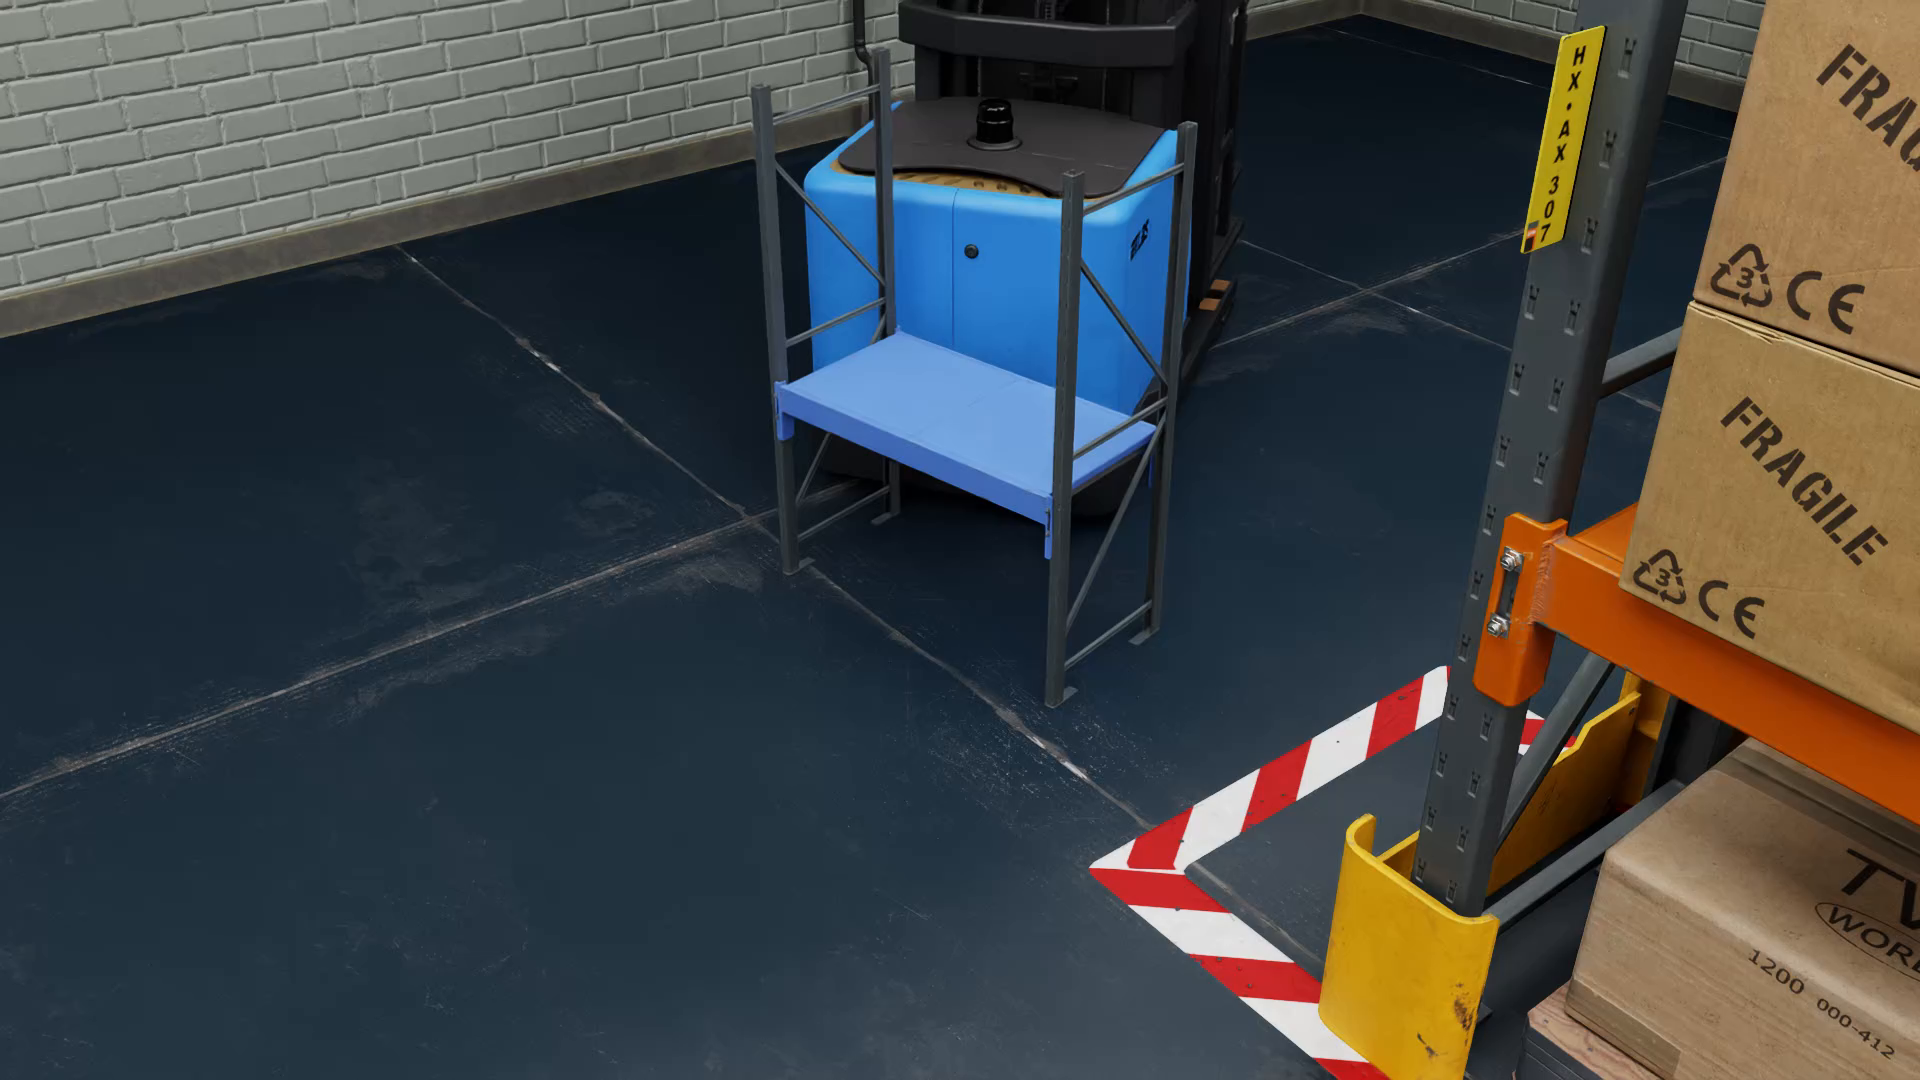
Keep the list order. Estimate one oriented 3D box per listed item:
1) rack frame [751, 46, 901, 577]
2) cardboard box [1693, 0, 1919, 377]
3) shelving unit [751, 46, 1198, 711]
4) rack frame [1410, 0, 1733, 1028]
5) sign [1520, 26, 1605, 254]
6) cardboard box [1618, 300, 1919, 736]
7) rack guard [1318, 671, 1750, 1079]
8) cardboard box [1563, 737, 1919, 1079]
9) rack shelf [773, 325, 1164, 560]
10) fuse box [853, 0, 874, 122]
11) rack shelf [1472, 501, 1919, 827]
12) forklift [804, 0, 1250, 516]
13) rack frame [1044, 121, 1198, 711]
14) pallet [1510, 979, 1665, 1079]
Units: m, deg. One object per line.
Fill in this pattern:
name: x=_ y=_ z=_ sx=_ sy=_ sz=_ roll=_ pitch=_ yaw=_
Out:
rack frame: x=-0.367 y=-0.629 z=4.841 sx=0.032 sy=1.500 sz=0.500 roll=24 pitch=39 yaw=34
cardboard box: x=1.400 y=-0.538 z=2.230 sx=0.500 sy=0.500 sz=0.500 roll=-23 pitch=39 yaw=-32
shelving unit: x=0.019 y=-0.454 z=4.560 sx=1.048 sy=1.500 sz=0.538 roll=24 pitch=39 yaw=34
rack frame: x=1.331 y=-0.363 z=2.991 sx=1.000 sy=3.000 sz=0.127 roll=-22 pitch=38 yaw=-31
sign: x=0.889 y=-0.587 z=2.456 sx=0.100 sy=0.325 sz=0.005 roll=-22 pitch=38 yaw=-31
cardboard box: x=1.399 y=-0.112 z=2.493 sx=0.500 sy=0.500 sz=0.500 roll=-23 pitch=38 yaw=-32
rack guard: x=1.316 y=0.689 z=3.666 sx=1.175 sy=0.500 sz=0.348 roll=-22 pitch=38 yaw=-31
cardboard box: x=1.815 y=0.790 z=3.165 sx=0.875 sy=0.438 sz=0.875 roll=-24 pitch=39 yaw=-33
rack shelf: x=0.019 y=-0.301 z=4.655 sx=1.000 sy=0.185 sz=0.538 roll=24 pitch=39 yaw=34
fuse box: x=-0.396 y=-2.776 z=8.099 sx=0.539 sy=1.711 sz=0.414 roll=-22 pitch=38 yaw=-31
rack shelf: x=2.557 y=0.777 z=1.838 sx=1.077 sy=0.370 sz=4.000 roll=-22 pitch=38 yaw=-31
forklift: x=0.473 y=-2.087 z=5.833 sx=1.130 sy=2.935 sz=3.031 roll=10 pitch=33 yaw=16
rack frame: x=0.404 y=-0.279 z=4.278 sx=0.032 sy=1.500 sz=0.500 roll=24 pitch=39 yaw=34
pallet: x=1.883 y=1.130 z=3.231 sx=1.003 sy=0.211 sz=1.213 roll=-22 pitch=38 yaw=-31
